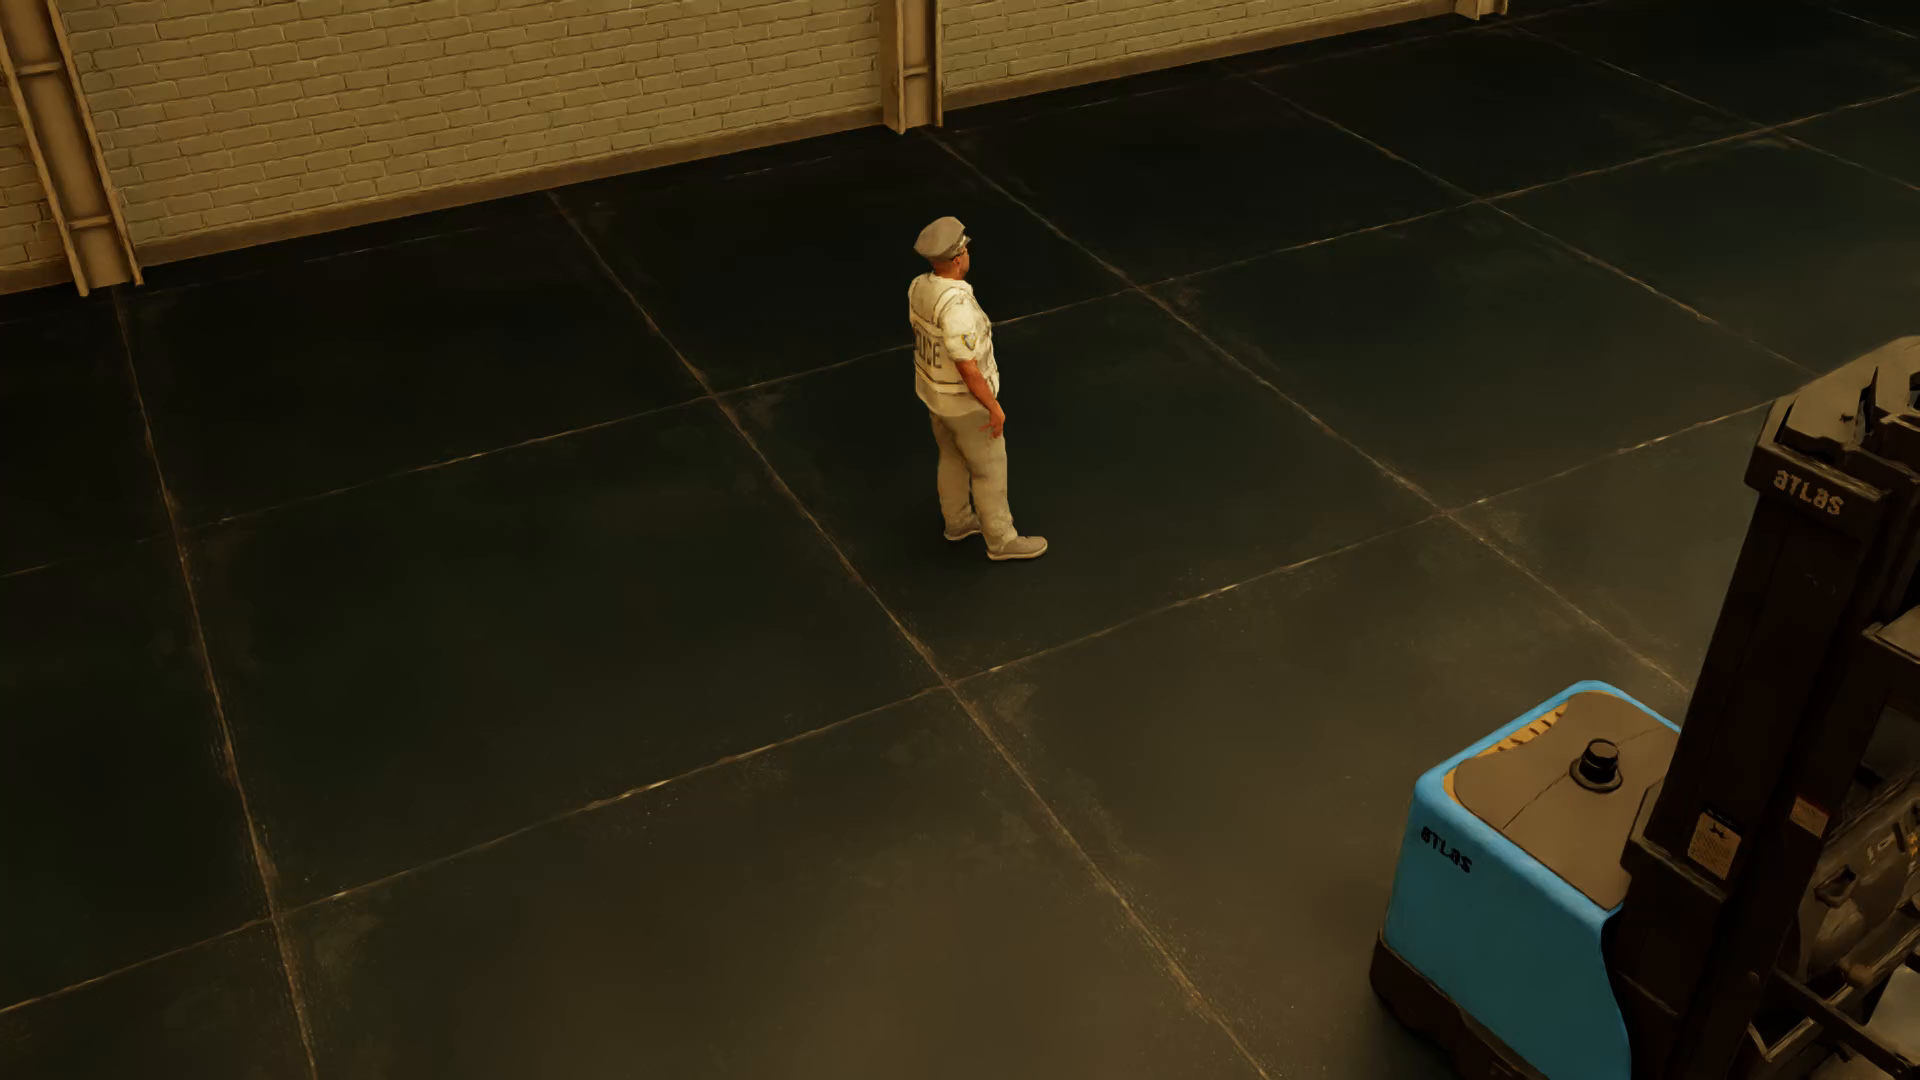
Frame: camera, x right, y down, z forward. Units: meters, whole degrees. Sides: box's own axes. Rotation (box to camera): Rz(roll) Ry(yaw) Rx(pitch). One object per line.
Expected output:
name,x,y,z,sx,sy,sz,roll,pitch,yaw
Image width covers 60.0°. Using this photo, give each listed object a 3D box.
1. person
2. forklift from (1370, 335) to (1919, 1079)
person,0.074,-0.749,8.165,0.574,1.781,0.640,-17,39,-23
forklift,2.801,1.023,4.676,1.130,2.935,3.031,-23,41,-28
